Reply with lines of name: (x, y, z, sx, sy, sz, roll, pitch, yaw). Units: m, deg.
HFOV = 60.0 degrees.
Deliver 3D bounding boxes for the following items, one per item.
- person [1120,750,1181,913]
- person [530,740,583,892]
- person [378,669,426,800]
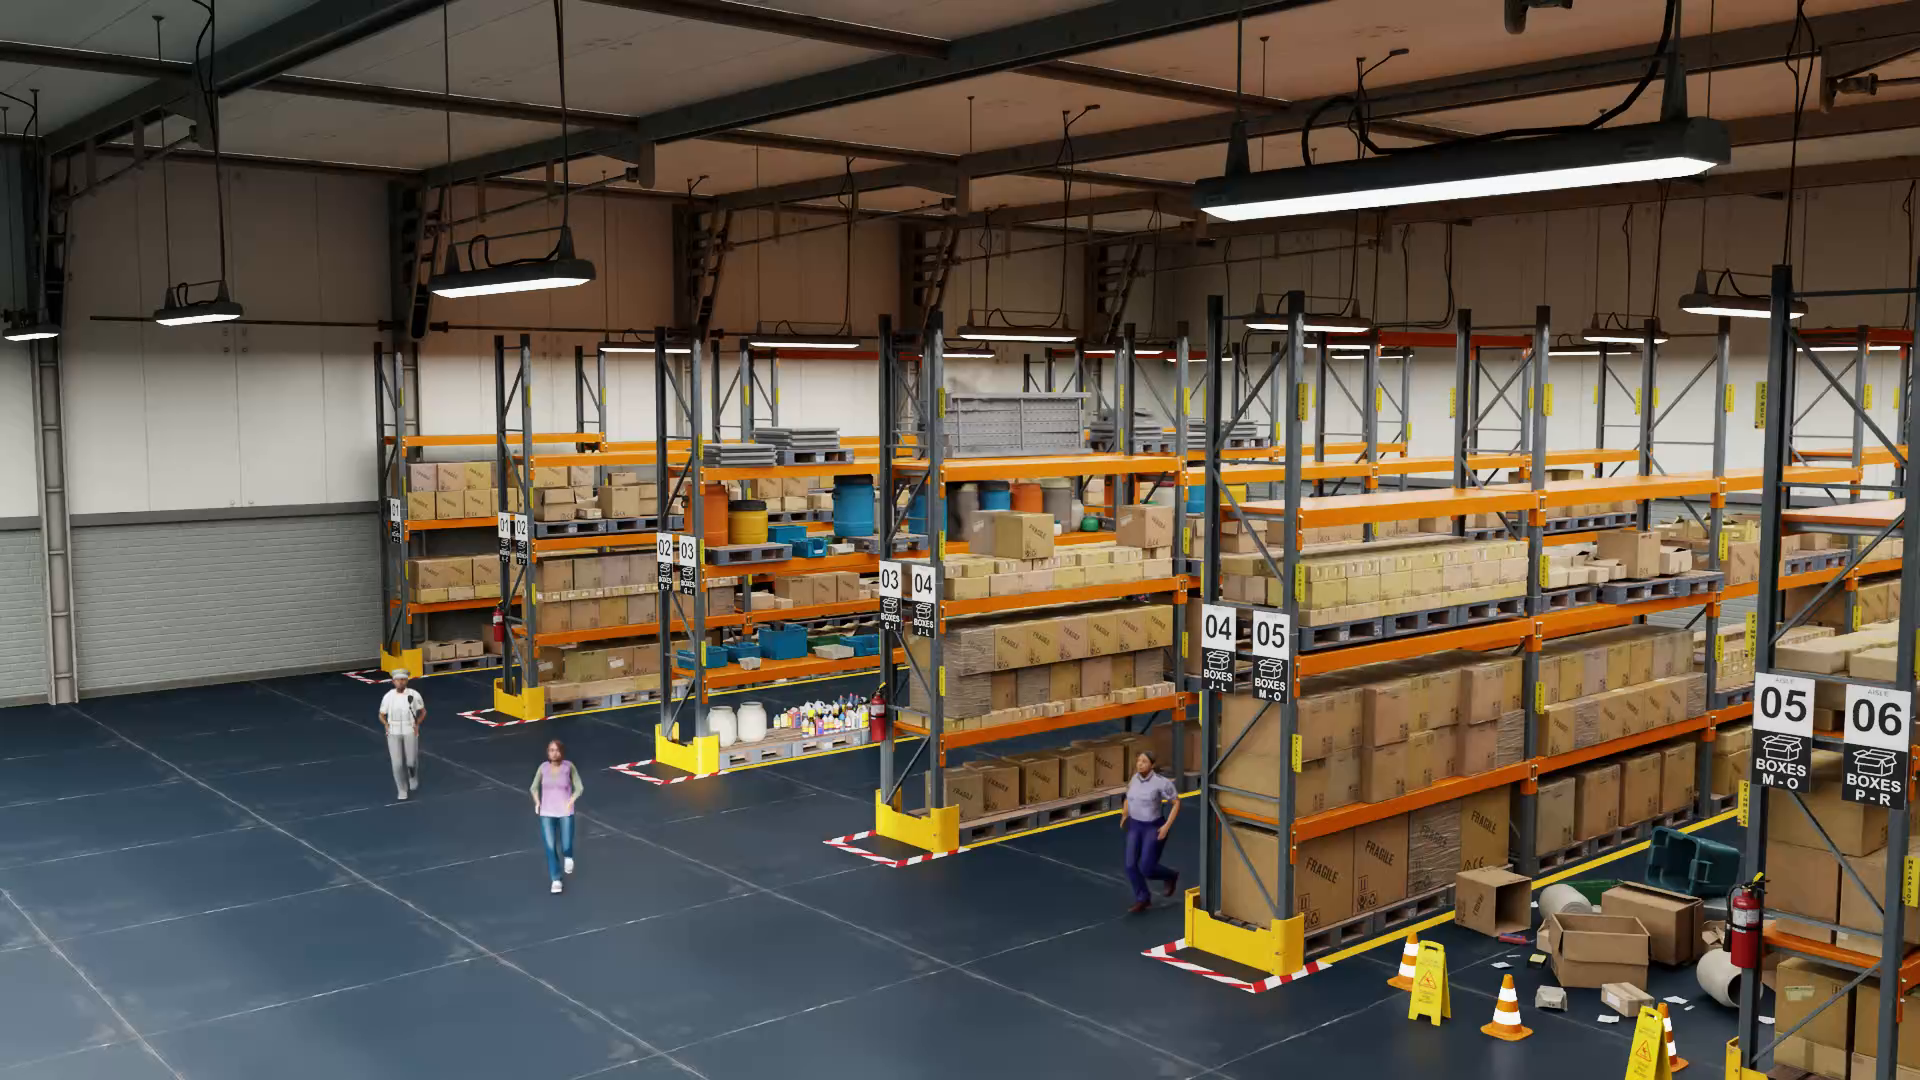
person: (1.896, 2.876, 16.509, 0.642, 1.613, 0.562, 5, 7, 43)
person: (-4.174, 2.826, 17.207, 0.536, 1.547, 0.572, -1, 5, -7)
person: (-7.028, 2.434, 20.954, 0.572, 1.651, 0.578, -1, 5, -15)
